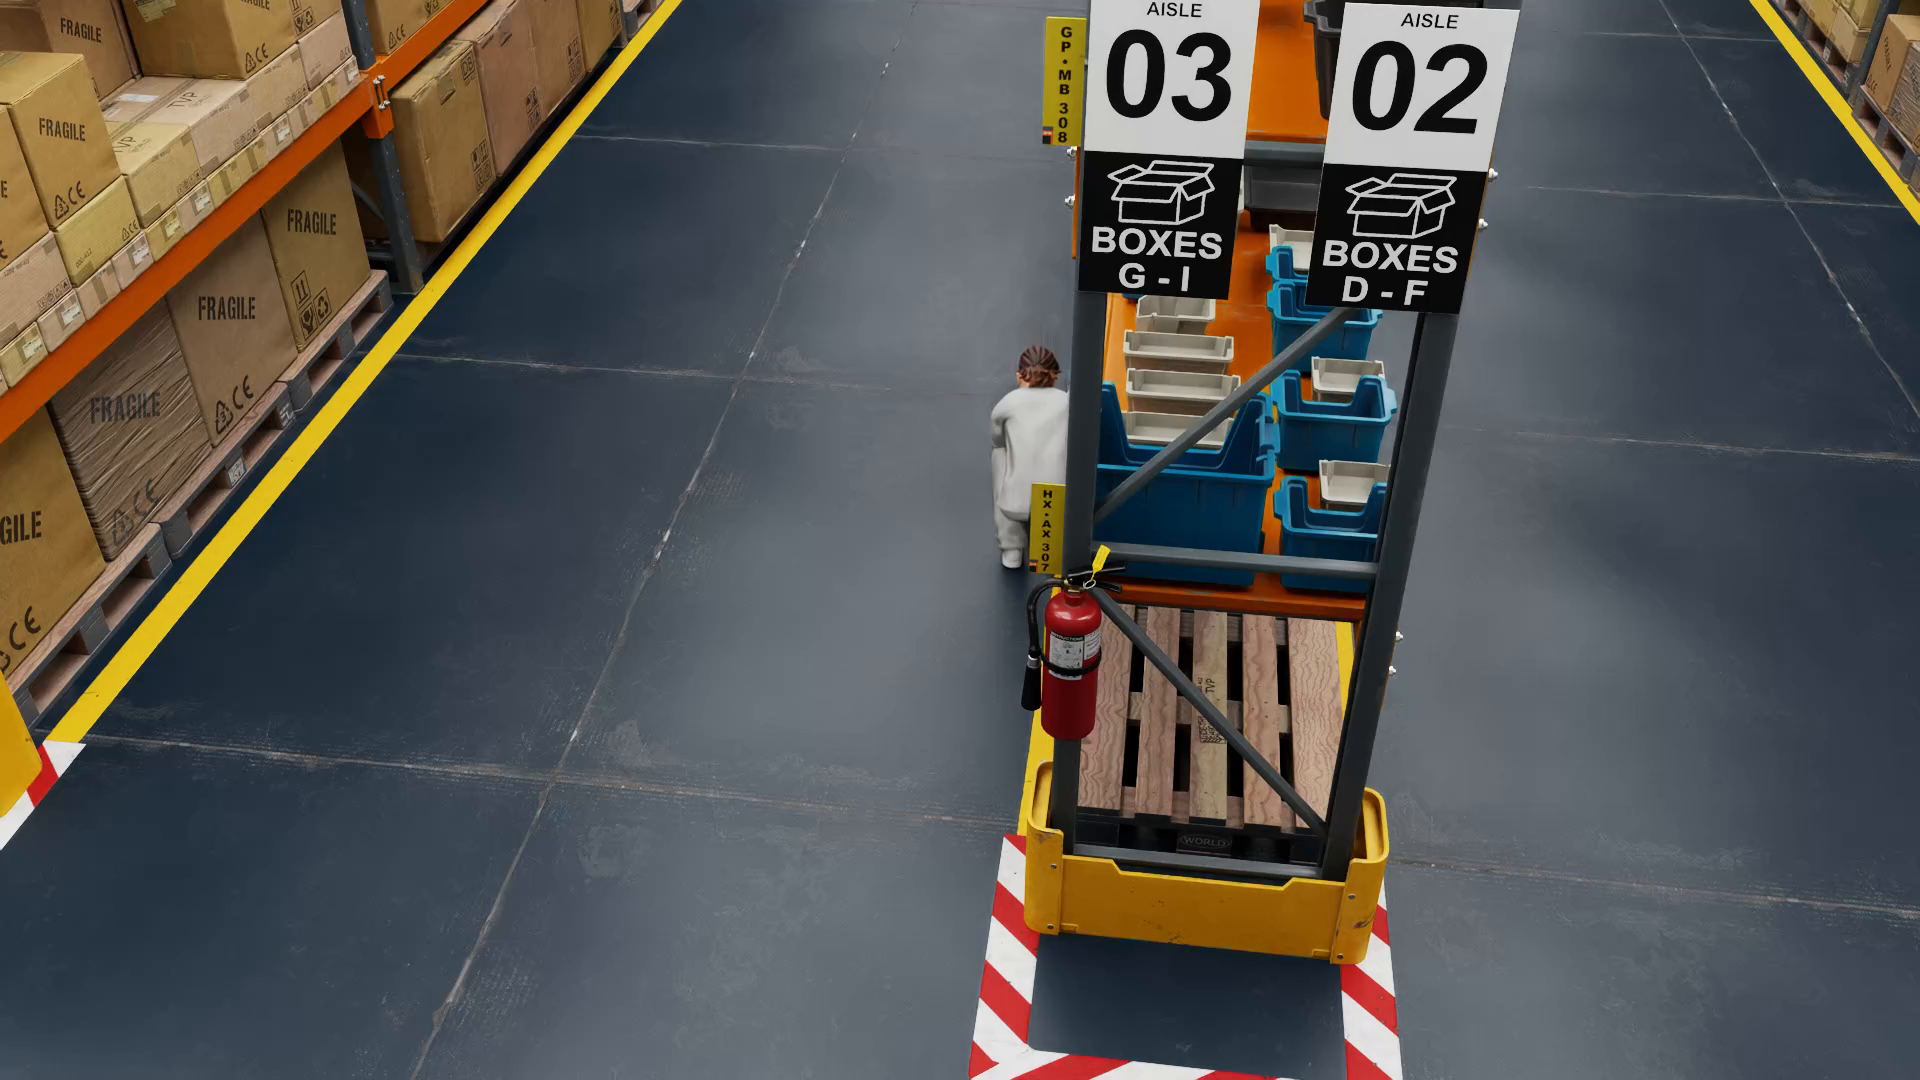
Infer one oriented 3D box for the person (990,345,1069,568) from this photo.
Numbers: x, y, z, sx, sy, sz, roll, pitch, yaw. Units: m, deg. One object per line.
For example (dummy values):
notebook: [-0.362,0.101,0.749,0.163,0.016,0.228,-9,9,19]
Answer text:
person: [0.359,-0.345,7.367,0.478,0.804,0.803,4,36,6]
